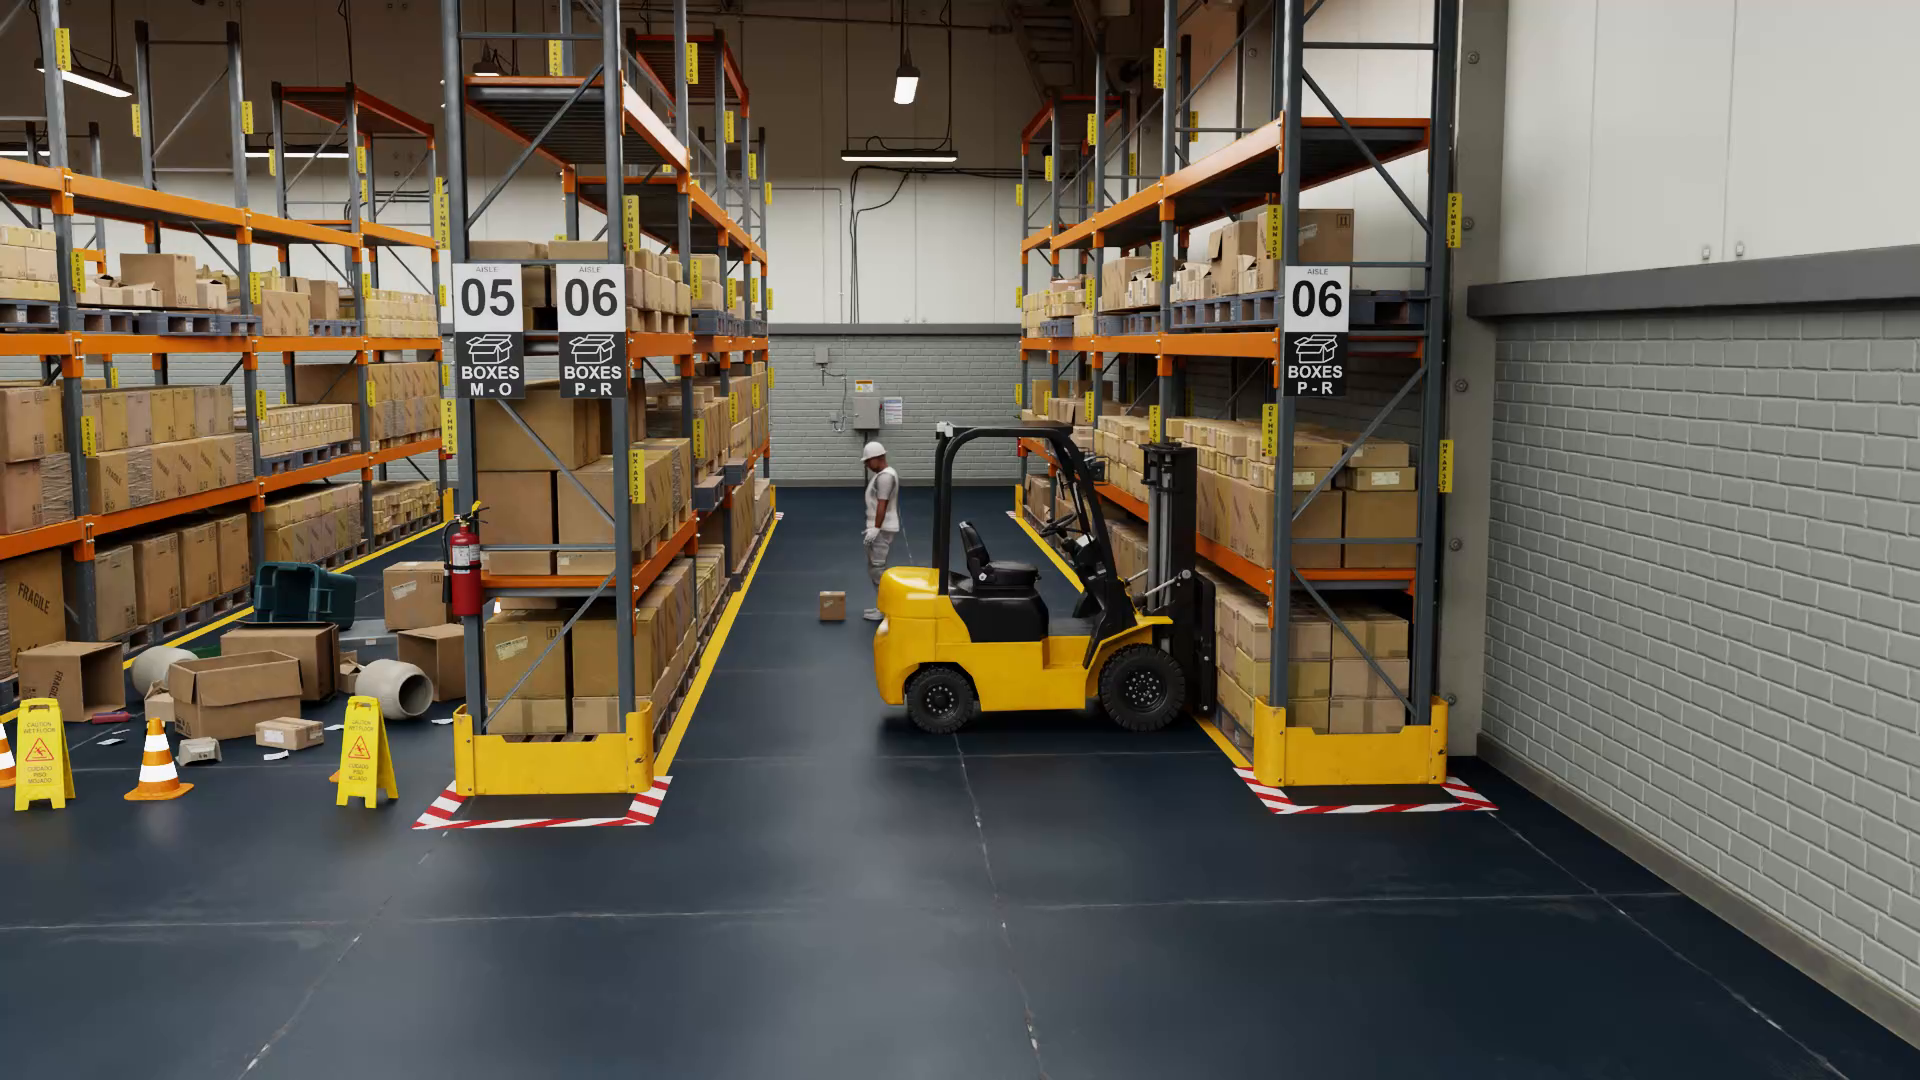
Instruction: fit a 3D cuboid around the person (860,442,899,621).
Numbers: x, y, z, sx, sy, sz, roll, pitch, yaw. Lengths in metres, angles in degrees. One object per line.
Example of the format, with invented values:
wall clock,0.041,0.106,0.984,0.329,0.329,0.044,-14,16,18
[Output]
person,-0.798,-0.095,16.538,0.389,1.763,0.557,0,7,-3
